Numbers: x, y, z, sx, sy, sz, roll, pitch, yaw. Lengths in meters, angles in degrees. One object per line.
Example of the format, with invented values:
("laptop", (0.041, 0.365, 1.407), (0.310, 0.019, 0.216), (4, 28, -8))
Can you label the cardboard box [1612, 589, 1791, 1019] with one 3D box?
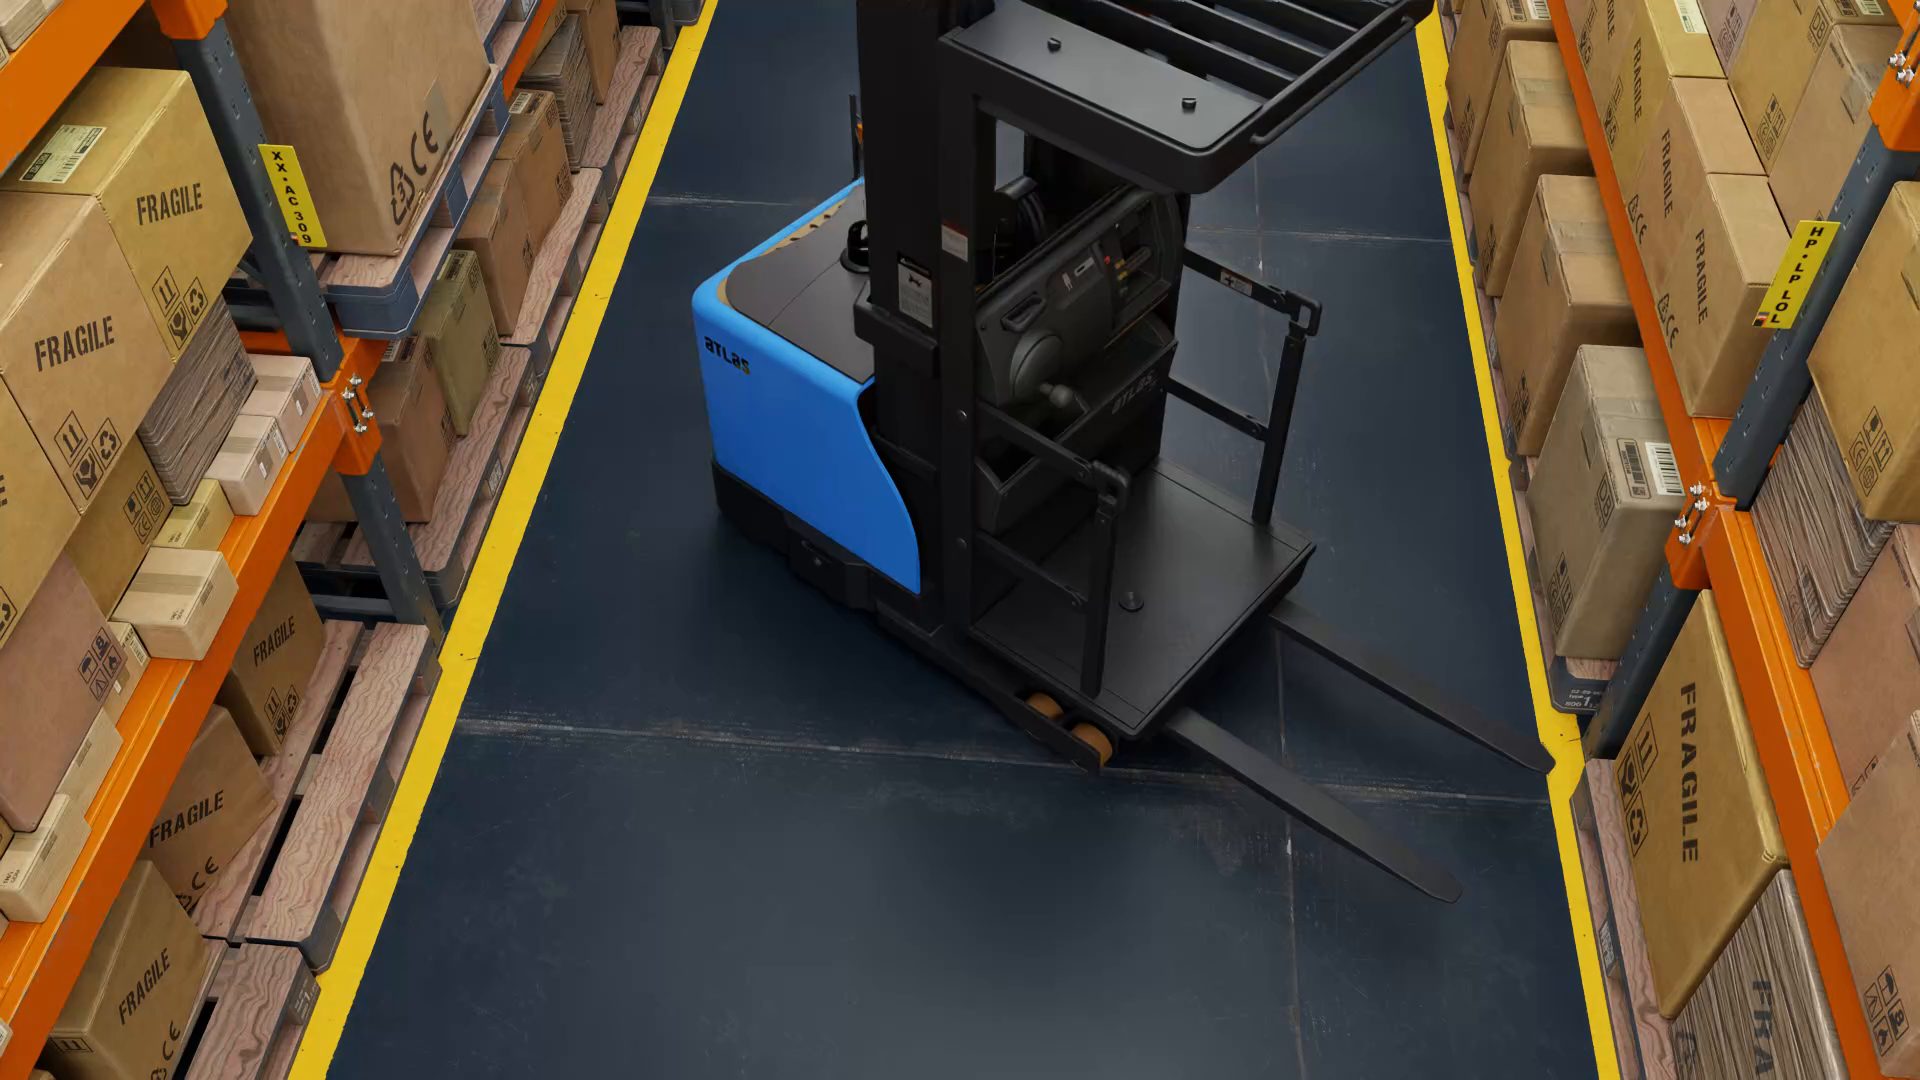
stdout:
("cardboard box", (2.465, 0.779, 4.660), (0.875, 0.875, 0.875), (5, 48, 4))

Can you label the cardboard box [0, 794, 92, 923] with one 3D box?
("cardboard box", (-2.216, 0.702, 3.745), (0.380, 0.149, 0.250), (4, 48, 4))

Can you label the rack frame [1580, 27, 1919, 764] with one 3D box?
("rack frame", (2.593, -0.254, 4.449), (1.000, 3.000, 0.127), (4, 48, 4))

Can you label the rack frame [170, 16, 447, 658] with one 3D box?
("rack frame", (-2.338, -0.662, 4.822), (1.000, 3.000, 0.127), (4, 48, 4))

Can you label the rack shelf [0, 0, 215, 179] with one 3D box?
("rack shelf", (-2.520, 0.038, 2.637), (1.077, 0.370, 4.000), (4, 48, 4))

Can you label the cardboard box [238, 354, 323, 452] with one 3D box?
("cardboard box", (-2.064, -0.399, 4.752), (0.380, 0.149, 0.250), (4, 48, 4))

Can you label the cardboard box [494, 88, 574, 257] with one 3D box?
("cardboard box", (-2.097, -1.587, 7.064), (0.700, 0.500, 0.500), (7, 48, 7))

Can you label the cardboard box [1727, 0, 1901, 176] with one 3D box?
("cardboard box", (2.677, -1.368, 4.723), (0.700, 0.500, 0.500), (3, 48, 3))

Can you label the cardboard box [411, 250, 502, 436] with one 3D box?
("cardboard box", (-2.198, -0.765, 6.313), (0.700, 0.500, 0.500), (4, 48, 3))

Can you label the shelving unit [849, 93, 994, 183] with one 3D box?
("shelving unit", (-0.138, -1.291, 6.617), (0.503, 1.200, 0.258), (-32, 55, -26))

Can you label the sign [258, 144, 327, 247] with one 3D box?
("sign", (-1.797, -0.923, 4.475), (0.100, 0.325, 0.005), (4, 48, 4))

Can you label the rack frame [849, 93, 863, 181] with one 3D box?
("rack frame", (-0.325, -1.174, 6.511), (0.015, 1.200, 0.240), (-32, 55, -26))

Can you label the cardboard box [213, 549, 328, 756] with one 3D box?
("cardboard box", (-2.414, 0.332, 5.323), (0.500, 0.500, 0.500), (3, 48, 2))

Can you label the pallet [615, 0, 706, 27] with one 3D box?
("pallet", (-1.826, -3.234, 9.065), (1.003, 0.211, 1.213), (4, 48, 4))

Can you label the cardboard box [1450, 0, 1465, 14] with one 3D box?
("cardboard box", (2.757, -2.992, 8.364), (0.500, 0.500, 0.500), (4, 48, 3))

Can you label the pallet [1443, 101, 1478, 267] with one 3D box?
("pallet", (2.810, -1.678, 7.641), (1.003, 0.211, 1.213), (4, 48, 4))

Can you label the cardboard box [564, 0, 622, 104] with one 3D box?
("cardboard box", (-2.014, -2.412, 7.819), (0.700, 0.500, 0.500), (2, 48, 1))

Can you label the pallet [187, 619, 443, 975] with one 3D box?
("pallet", (-2.364, 0.775, 5.398), (1.003, 0.211, 1.213), (4, 48, 4))

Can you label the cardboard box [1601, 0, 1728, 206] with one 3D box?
("cardboard box", (2.466, -1.432, 5.459), (0.500, 0.500, 0.500), (4, 48, 4))

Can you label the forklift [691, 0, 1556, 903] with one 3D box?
("forklift", (0.532, -0.664, 4.871), (3.031, 2.935, 1.130), (32, 55, 26))

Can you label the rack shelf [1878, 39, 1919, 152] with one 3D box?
("rack shelf", (2.410, 0.446, 2.264), (1.077, 0.370, 4.000), (4, 48, 4))

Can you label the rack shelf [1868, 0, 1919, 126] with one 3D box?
("rack shelf", (2.775, -2.493, 4.952), (1.077, 0.370, 4.000), (4, 48, 4))

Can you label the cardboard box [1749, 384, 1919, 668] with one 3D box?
("cardboard box", (2.571, -0.032, 4.145), (0.875, 0.550, 0.550), (4, 48, 4))

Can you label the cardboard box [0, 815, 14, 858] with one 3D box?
("cardboard box", (-2.553, 0.635, 3.367), (0.875, 0.500, 0.500), (4, 48, 4))

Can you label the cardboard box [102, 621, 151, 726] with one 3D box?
("cardboard box", (-2.245, 0.330, 4.086), (0.380, 0.149, 0.250), (4, 48, 4))

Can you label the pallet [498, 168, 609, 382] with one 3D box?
("pallet", (-2.160, -1.192, 7.197), (1.003, 0.211, 1.213), (4, 48, 4))

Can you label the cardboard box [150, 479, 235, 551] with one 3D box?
("cardboard box", (-2.179, -0.036, 4.421), (0.380, 0.149, 0.250), (4, 48, 4))

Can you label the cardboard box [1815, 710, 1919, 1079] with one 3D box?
("cardboard box", (2.377, 0.762, 3.419), (0.875, 0.550, 0.550), (4, 48, 4))

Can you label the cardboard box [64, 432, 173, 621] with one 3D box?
("cardboard box", (-2.521, -0.104, 4.043), (0.875, 0.500, 0.500), (4, 48, 4))

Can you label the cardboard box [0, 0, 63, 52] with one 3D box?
("cardboard box", (-2.119, -1.271, 3.448), (0.500, 0.250, 0.500), (5, 48, 5))

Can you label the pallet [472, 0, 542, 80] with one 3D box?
("pallet", (-2.113, -2.079, 6.249), (1.003, 0.211, 1.213), (4, 48, 4))

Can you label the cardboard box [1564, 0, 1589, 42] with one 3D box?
("cardboard box", (2.557, -2.171, 6.135), (0.500, 0.500, 0.500), (4, 48, 3))

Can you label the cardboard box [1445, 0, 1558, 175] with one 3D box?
("cardboard box", (2.812, -2.134, 7.409), (1.050, 0.750, 0.750), (3, 48, 3))

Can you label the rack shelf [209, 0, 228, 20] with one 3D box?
("rack shelf", (-2.155, -2.901, 5.325), (1.077, 0.370, 4.000), (4, 48, 4))

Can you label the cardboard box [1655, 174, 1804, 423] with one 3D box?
("cardboard box", (2.374, -0.689, 4.780), (0.500, 0.500, 0.500), (4, 48, 3))

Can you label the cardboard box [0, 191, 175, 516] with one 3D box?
("cardboard box", (-2.149, -0.417, 3.651), (0.500, 0.500, 0.500), (4, 48, 4))

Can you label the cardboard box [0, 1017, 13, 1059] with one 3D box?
("cardboard box", (-2.205, 1.073, 3.406), (0.380, 0.149, 0.250), (4, 48, 4))

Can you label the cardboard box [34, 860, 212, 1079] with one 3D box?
("cardboard box", (-2.437, 1.214, 4.516), (0.500, 0.500, 0.500), (0, 48, 0))

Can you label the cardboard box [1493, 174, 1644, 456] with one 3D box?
("cardboard box", (2.651, -0.807, 6.195), (1.050, 0.750, 0.750), (4, 48, 4))

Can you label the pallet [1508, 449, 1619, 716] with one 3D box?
("pallet", (2.588, 0.115, 6.002), (1.003, 0.211, 1.213), (4, 48, 4))
